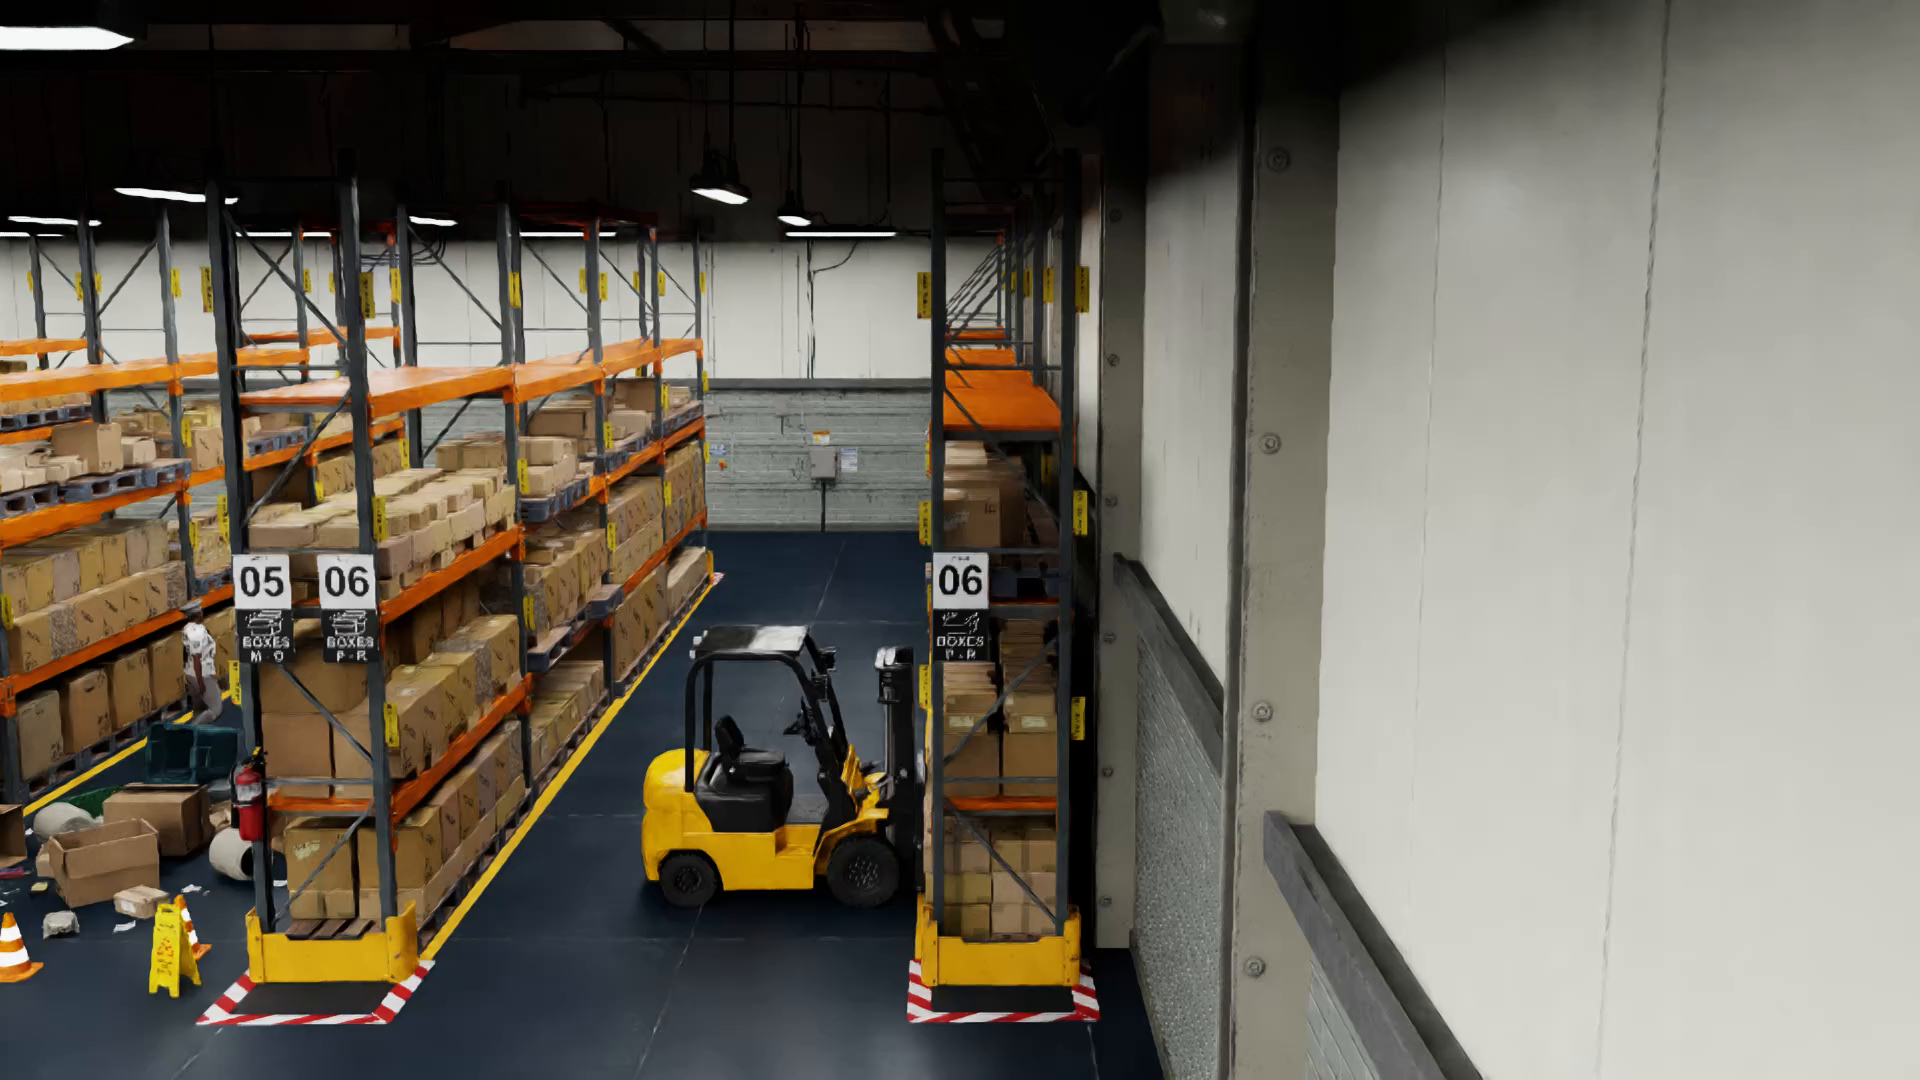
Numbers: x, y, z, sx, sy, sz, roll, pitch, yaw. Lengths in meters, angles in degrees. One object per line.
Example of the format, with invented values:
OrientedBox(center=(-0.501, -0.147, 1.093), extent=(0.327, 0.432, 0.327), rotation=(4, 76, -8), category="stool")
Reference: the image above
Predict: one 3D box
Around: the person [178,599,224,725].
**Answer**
OrientedBox(center=(-8.223, 1.487, 17.942), extent=(0.422, 1.674, 0.508), rotation=(-5, 11, -30), category="person")
